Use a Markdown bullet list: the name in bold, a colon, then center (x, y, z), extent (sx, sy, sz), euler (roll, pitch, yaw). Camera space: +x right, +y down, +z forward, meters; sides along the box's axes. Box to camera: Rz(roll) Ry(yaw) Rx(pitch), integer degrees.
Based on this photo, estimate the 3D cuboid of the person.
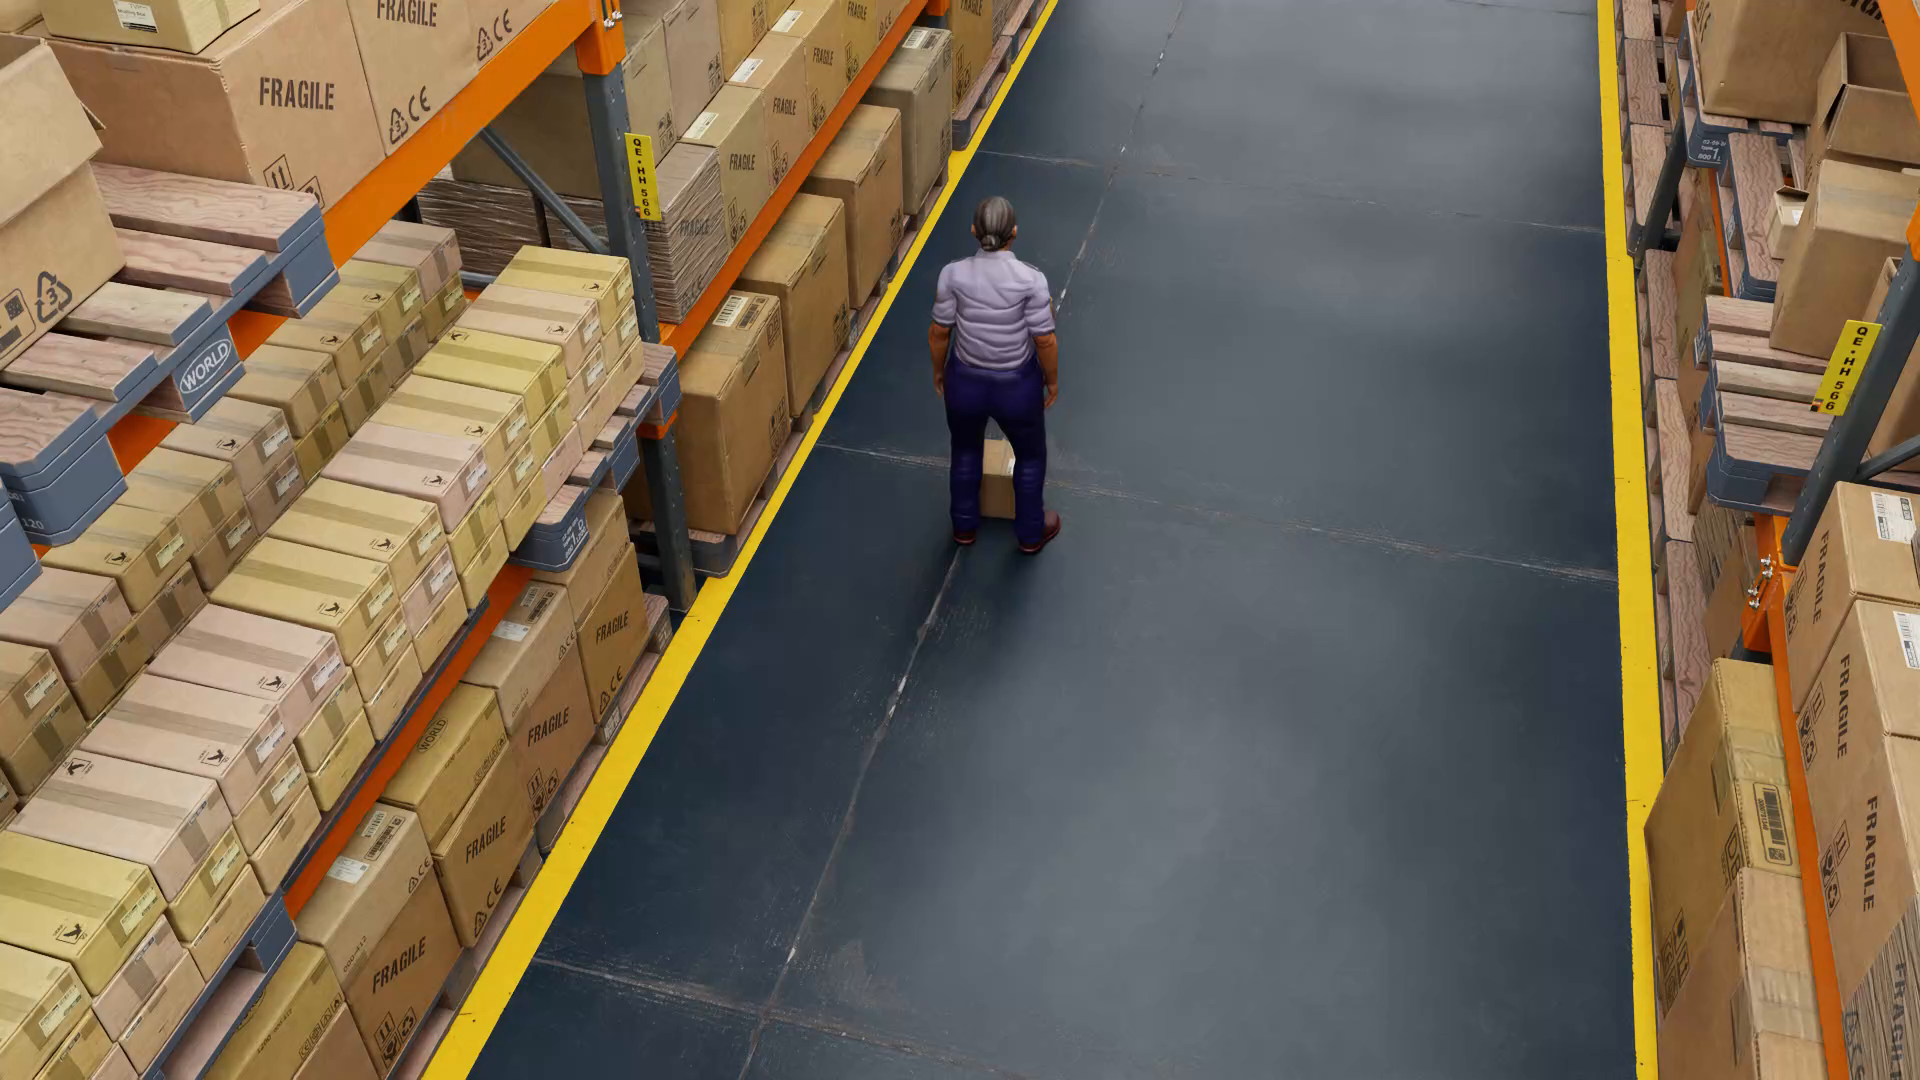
- **person**: center (0.154, -0.646, 6.900), extent (0.562, 1.653, 0.363), euler (8, 42, 9)
